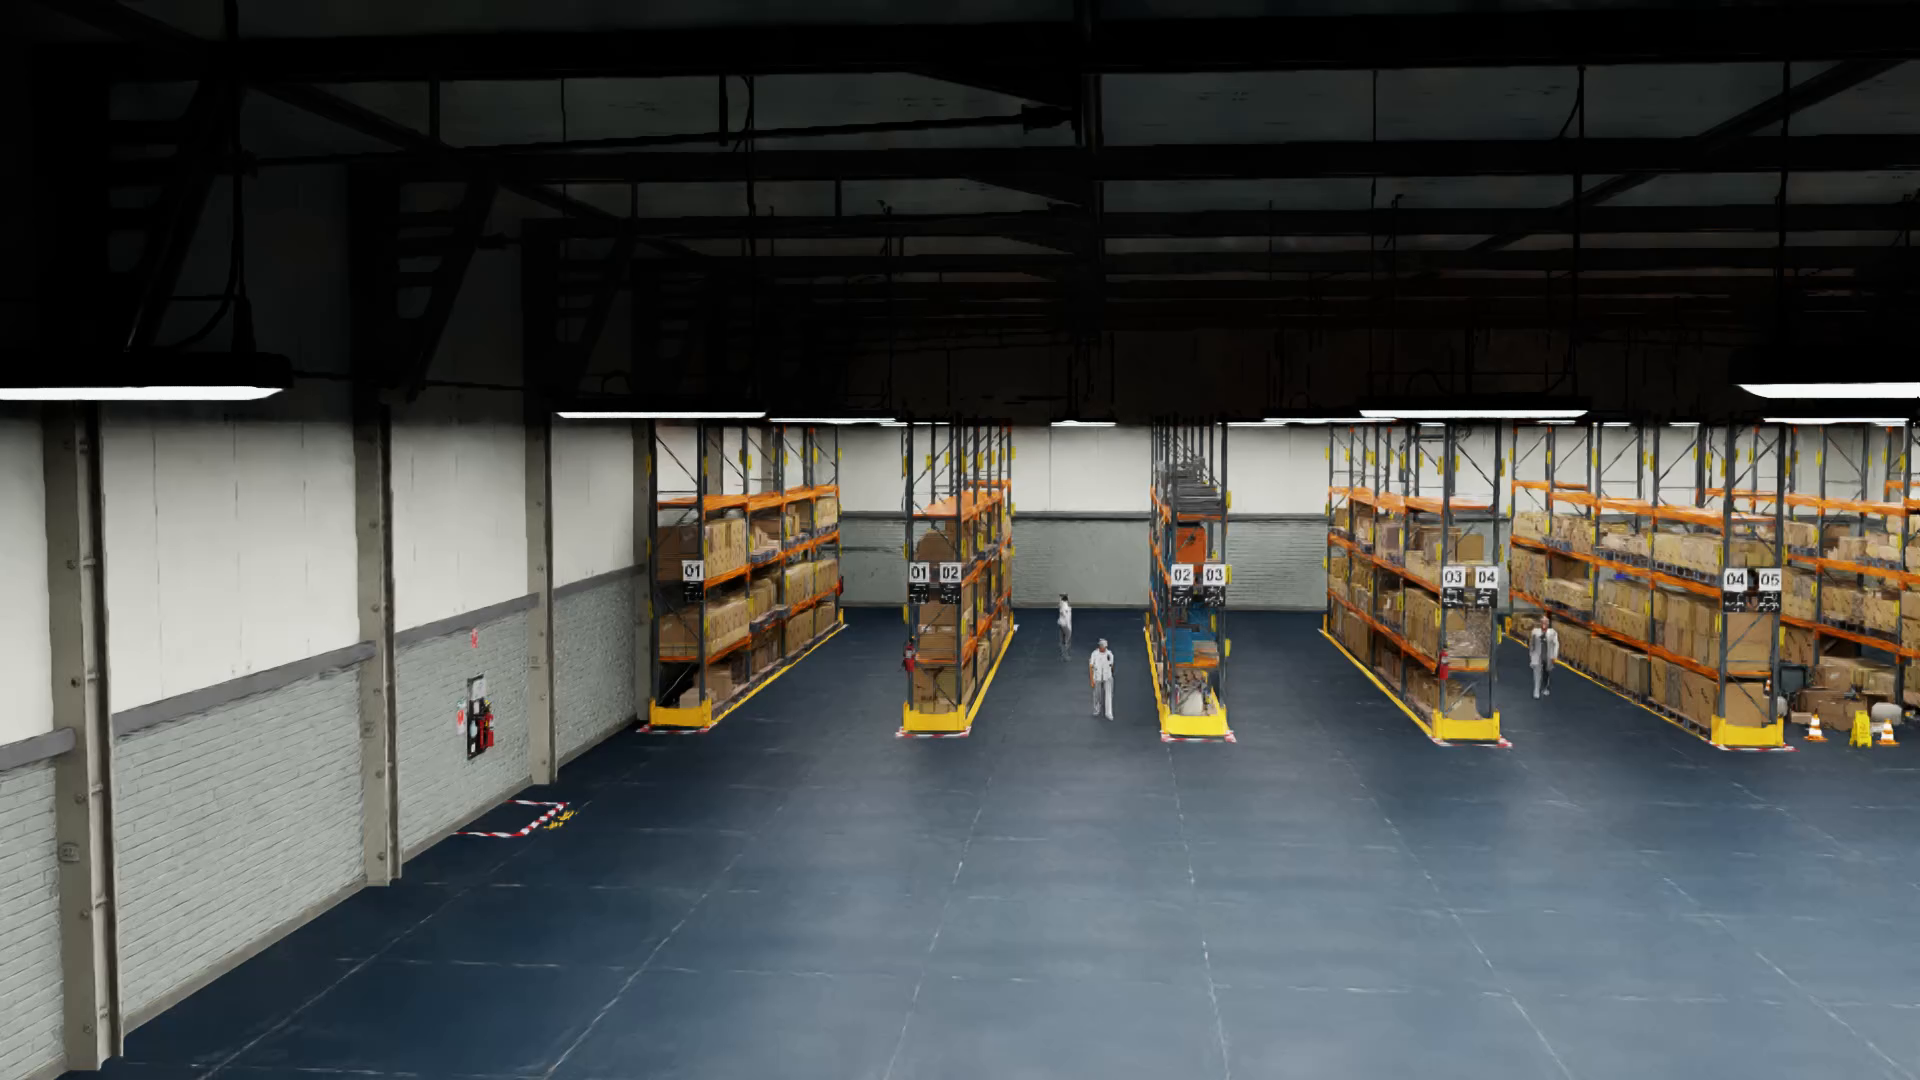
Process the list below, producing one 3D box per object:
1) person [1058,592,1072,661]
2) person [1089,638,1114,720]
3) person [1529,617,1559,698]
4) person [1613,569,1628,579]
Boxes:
[{"bbox_3d":[2.611,2.144,41.086,0.353,1.727,0.538,-1,4,-21],"label":"person"},{"bbox_3d":[2.788,2.705,32.770,0.482,1.570,1.090,0,4,3],"label":"person"},{"bbox_3d":[12.373,2.478,35.232,0.573,1.716,1.102,1,4,14],"label":"person"},{"bbox_3d":[19.807,1.573,49.685,0.519,1.633,0.527,3,5,42],"label":"person"}]
